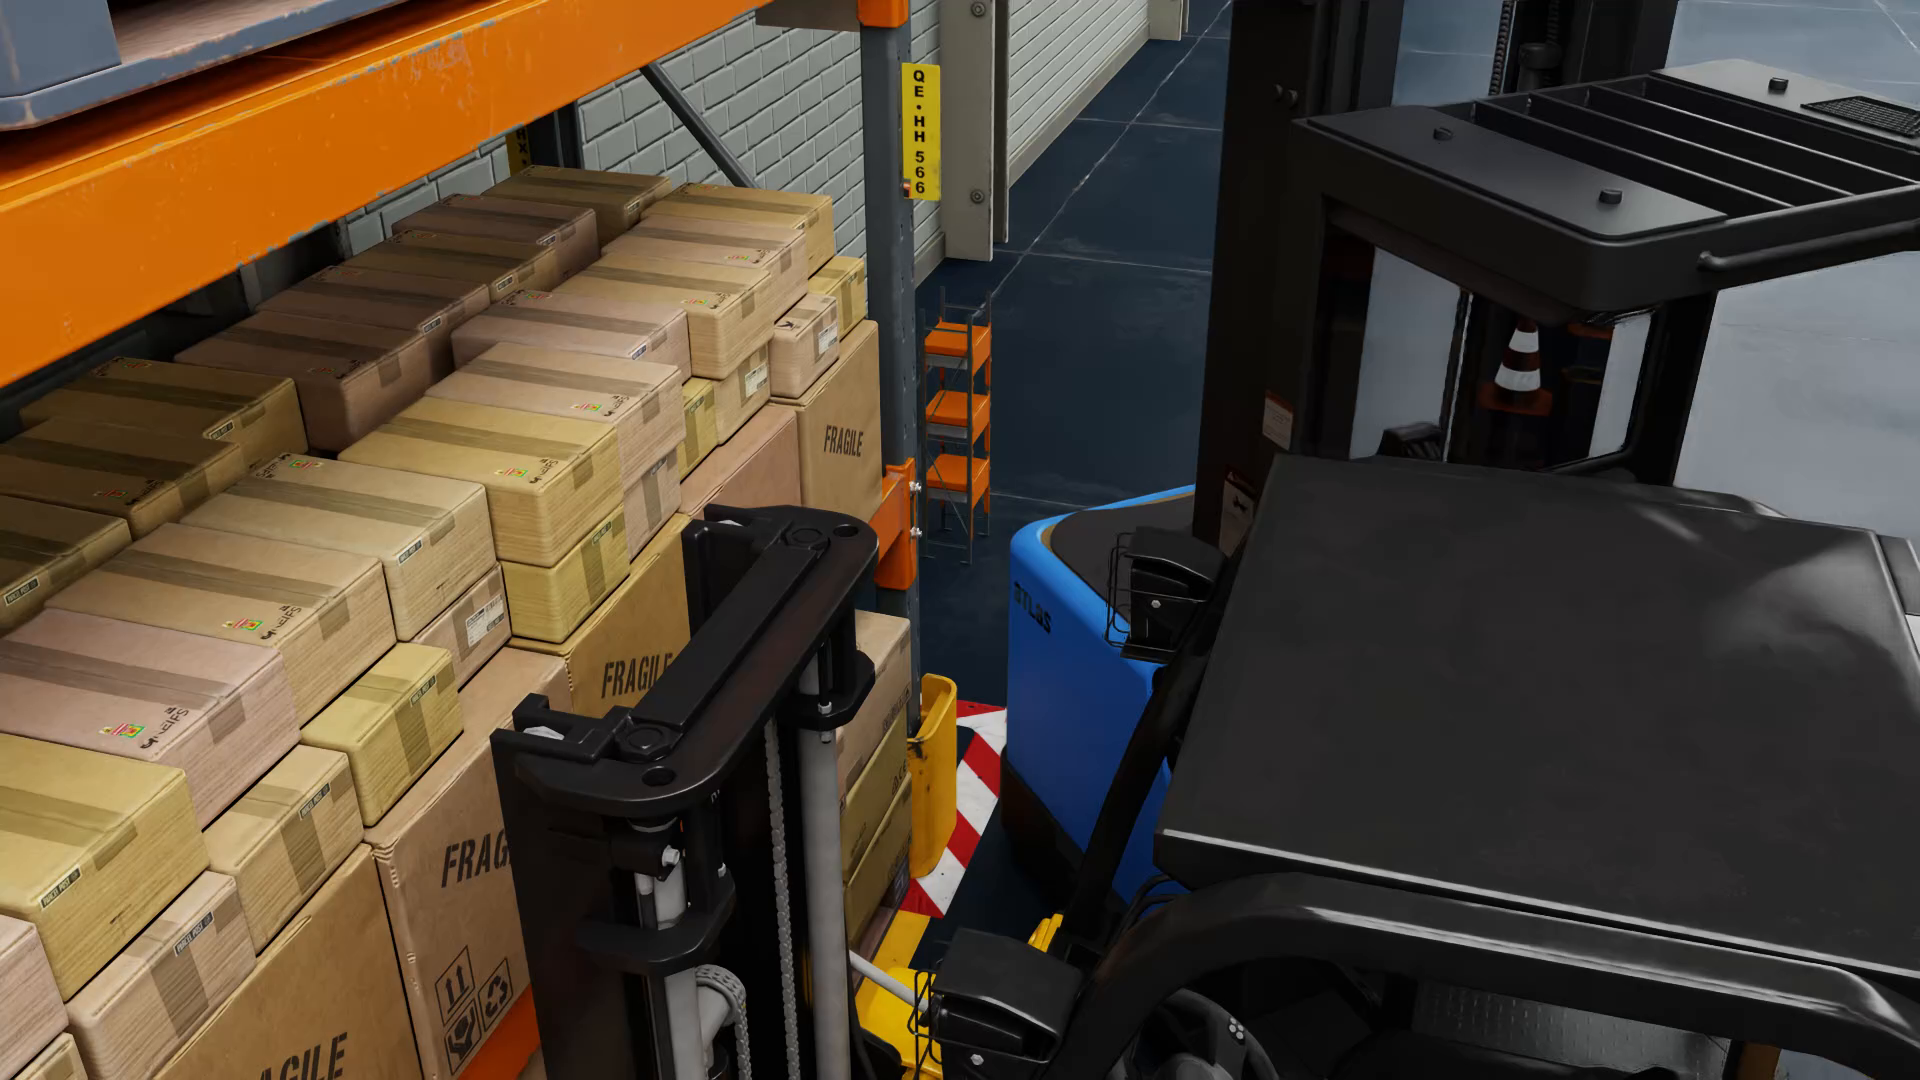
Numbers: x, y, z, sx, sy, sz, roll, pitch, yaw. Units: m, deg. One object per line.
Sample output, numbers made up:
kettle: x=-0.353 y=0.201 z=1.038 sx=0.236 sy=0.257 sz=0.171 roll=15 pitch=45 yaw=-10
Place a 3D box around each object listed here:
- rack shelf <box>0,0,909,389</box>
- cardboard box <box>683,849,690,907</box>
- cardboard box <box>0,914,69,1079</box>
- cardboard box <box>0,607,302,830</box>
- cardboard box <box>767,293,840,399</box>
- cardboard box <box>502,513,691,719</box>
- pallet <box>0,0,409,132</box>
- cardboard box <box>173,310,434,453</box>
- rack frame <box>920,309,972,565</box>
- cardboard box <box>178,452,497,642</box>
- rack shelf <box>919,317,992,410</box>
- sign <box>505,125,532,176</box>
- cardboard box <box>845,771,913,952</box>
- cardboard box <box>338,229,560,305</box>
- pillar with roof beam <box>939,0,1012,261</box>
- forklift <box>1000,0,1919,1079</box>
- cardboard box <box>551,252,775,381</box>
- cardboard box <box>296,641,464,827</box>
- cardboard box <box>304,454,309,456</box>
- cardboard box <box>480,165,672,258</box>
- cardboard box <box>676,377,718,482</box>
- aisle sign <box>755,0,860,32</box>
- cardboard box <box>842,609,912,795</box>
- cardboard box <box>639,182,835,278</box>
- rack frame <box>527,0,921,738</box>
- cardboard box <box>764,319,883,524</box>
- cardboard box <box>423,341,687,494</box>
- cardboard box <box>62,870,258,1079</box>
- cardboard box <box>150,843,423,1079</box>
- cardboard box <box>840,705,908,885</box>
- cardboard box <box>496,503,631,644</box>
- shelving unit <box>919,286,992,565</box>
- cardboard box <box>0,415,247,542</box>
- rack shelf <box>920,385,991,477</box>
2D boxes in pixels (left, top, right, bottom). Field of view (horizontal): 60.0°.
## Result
rack shelf: x=-1.197 y=-0.516 z=2.246 sx=1.077 sy=0.370 sz=4.000 roll=8 pitch=30 yaw=15
cardboard box: x=-0.730 y=0.865 z=3.478 sx=0.500 sy=0.250 sz=0.500 roll=9 pitch=30 yaw=16
cardboard box: x=-1.177 y=0.488 z=1.711 sx=0.380 sy=0.149 sz=0.250 roll=9 pitch=30 yaw=16
cardboard box: x=-1.105 y=0.237 z=2.162 sx=0.380 sy=0.149 sz=0.250 roll=8 pitch=30 yaw=15
cardboard box: x=-0.491 y=-0.452 z=3.707 sx=0.380 sy=0.149 sz=0.250 roll=9 pitch=30 yaw=16
cardboard box: x=-0.815 y=0.252 z=3.109 sx=0.500 sy=0.500 sz=0.500 roll=8 pitch=30 yaw=14
pallet: x=-1.199 y=-0.827 z=2.157 sx=1.003 sy=0.211 sz=1.213 roll=8 pitch=30 yaw=15
cardboard box: x=-1.226 y=-0.300 z=3.127 sx=0.380 sy=0.149 sz=0.250 roll=9 pitch=30 yaw=16
rack frame: x=-0.051 y=-0.377 z=6.348 sx=0.200 sy=1.050 sz=0.008 roll=8 pitch=30 yaw=15
cardboard box: x=-0.959 y=0.004 z=2.581 sx=0.380 sy=0.149 sz=0.250 roll=9 pitch=30 yaw=16
rack shelf: x=-0.016 y=-0.673 z=6.317 sx=0.215 sy=0.259 sz=0.240 roll=8 pitch=30 yaw=15
sign: x=-1.139 y=-0.944 z=4.389 sx=0.100 sy=0.325 sz=0.005 roll=8 pitch=30 yaw=15
cardboard box: x=-0.446 y=0.833 z=4.564 sx=0.500 sy=0.250 sz=0.500 roll=9 pitch=30 yaw=15
cardboard box: x=-1.086 y=-0.539 z=3.557 sx=0.380 sy=0.149 sz=0.250 roll=9 pitch=30 yaw=16
pillar with roof beam: x=4.200 y=-5.049 z=6.570 sx=9.100 sy=9.000 sz=0.400 roll=8 pitch=30 yaw=15
forklift: x=1.215 y=0.161 z=3.446 sx=1.130 sy=2.935 sz=3.031 roll=-13 pitch=32 yaw=-22
cardboard box: x=-0.607 y=-0.465 z=3.424 sx=0.380 sy=0.149 sz=0.250 roll=9 pitch=30 yaw=16
cardboard box: x=-0.966 y=0.257 z=2.433 sx=0.380 sy=0.149 sz=0.250 roll=8 pitch=30 yaw=14
cardboard box: x=-1.403 y=-0.068 z=3.016 sx=0.380 sy=0.149 sz=0.250 roll=10 pitch=30 yaw=17
cardboard box: x=-0.913 y=-0.780 z=3.991 sx=0.380 sy=0.149 sz=0.250 roll=8 pitch=30 yaw=14
cardboard box: x=-0.709 y=-0.226 z=3.301 sx=0.380 sy=0.149 sz=0.250 roll=8 pitch=30 yaw=15
aisle sign: x=-0.310 y=-1.573 z=3.819 sx=0.394 sy=0.787 sz=0.004 roll=8 pitch=30 yaw=15
cardboard box: x=-0.447 y=0.391 z=4.330 sx=0.500 sy=0.250 sz=0.500 roll=10 pitch=30 yaw=17
cardboard box: x=-0.514 y=-0.709 z=3.864 sx=0.380 sy=0.149 sz=0.250 roll=9 pitch=30 yaw=15
rack frame: x=-0.610 y=-0.449 z=4.471 sx=1.000 sy=3.000 sz=0.127 roll=8 pitch=30 yaw=15
cardboard box: x=-0.504 y=-0.226 z=3.968 sx=0.500 sy=0.500 sz=0.500 roll=8 pitch=30 yaw=14
cardboard box: x=-0.722 y=-0.223 z=2.989 sx=0.380 sy=0.149 sz=0.250 roll=9 pitch=30 yaw=16
cardboard box: x=-1.093 y=0.501 z=1.994 sx=0.380 sy=0.149 sz=0.250 roll=8 pitch=30 yaw=14
cardboard box: x=-1.120 y=0.718 z=2.272 sx=0.500 sy=0.500 sz=0.500 roll=8 pitch=30 yaw=14
cardboard box: x=-0.454 y=0.622 z=4.429 sx=0.500 sy=0.250 sz=0.500 roll=8 pitch=30 yaw=14
cardboard box: x=-0.797 y=0.025 z=2.850 sx=0.380 sy=0.149 sz=0.250 roll=9 pitch=30 yaw=15
shelving unit: x=-0.016 y=-0.434 z=6.450 sx=0.215 sy=1.050 sz=0.252 roll=8 pitch=30 yaw=15
cardboard box: x=-1.394 y=-0.066 z=2.706 sx=0.380 sy=0.149 sz=0.250 roll=9 pitch=30 yaw=15
rack shelf: x=-0.016 y=-0.425 z=6.455 sx=0.215 sy=0.259 sz=0.240 roll=8 pitch=30 yaw=15
